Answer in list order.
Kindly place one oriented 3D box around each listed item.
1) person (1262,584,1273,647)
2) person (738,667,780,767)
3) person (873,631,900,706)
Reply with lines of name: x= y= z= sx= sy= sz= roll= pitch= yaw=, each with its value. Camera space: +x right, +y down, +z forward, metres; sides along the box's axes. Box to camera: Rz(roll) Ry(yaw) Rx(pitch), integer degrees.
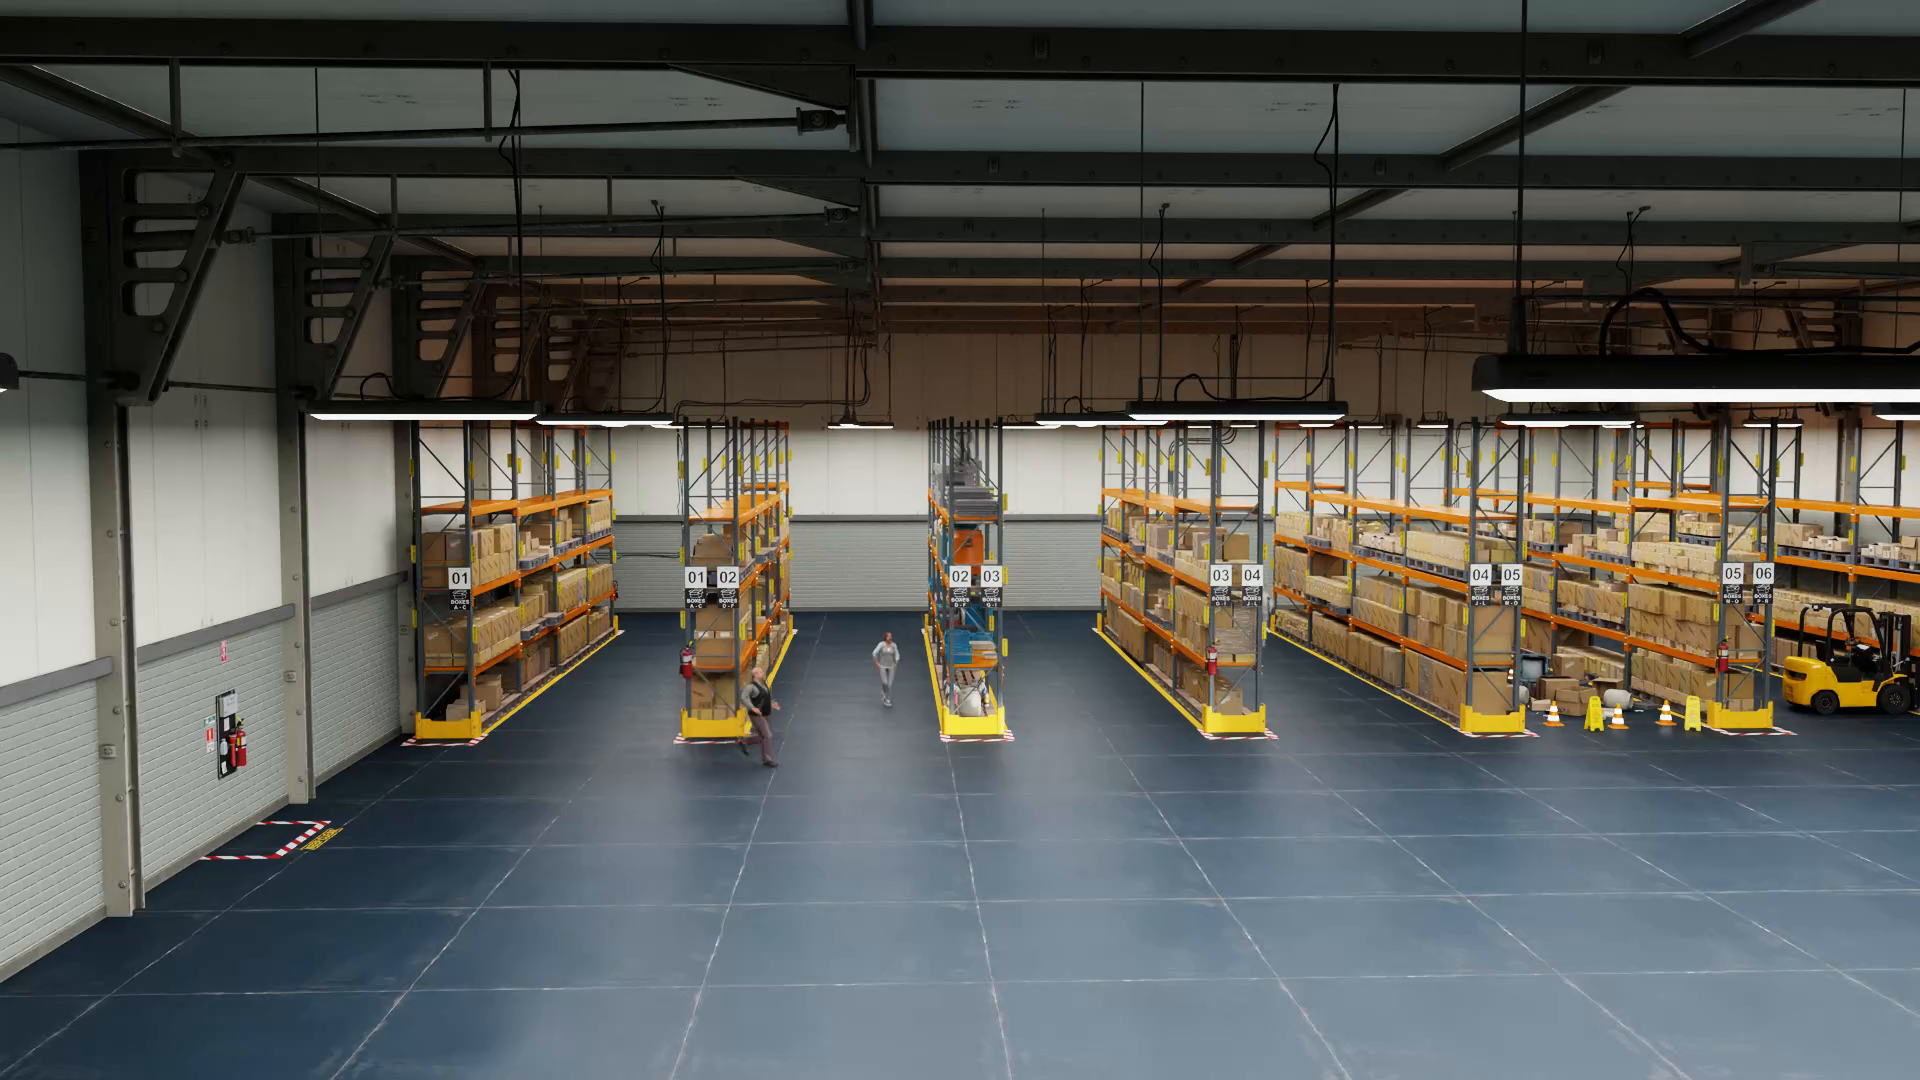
person: x=8.097 y=2.006 z=44.564 sx=0.627 sy=1.698 sz=0.761 roll=0 pitch=4 yaw=-4
person: x=-3.481 y=3.026 z=28.525 sx=0.810 sy=1.711 sz=0.662 roll=1 pitch=4 yaw=20
person: x=-1.514 y=2.686 z=34.654 sx=0.548 sy=1.561 sz=0.505 roll=-1 pitch=4 yaw=-15
